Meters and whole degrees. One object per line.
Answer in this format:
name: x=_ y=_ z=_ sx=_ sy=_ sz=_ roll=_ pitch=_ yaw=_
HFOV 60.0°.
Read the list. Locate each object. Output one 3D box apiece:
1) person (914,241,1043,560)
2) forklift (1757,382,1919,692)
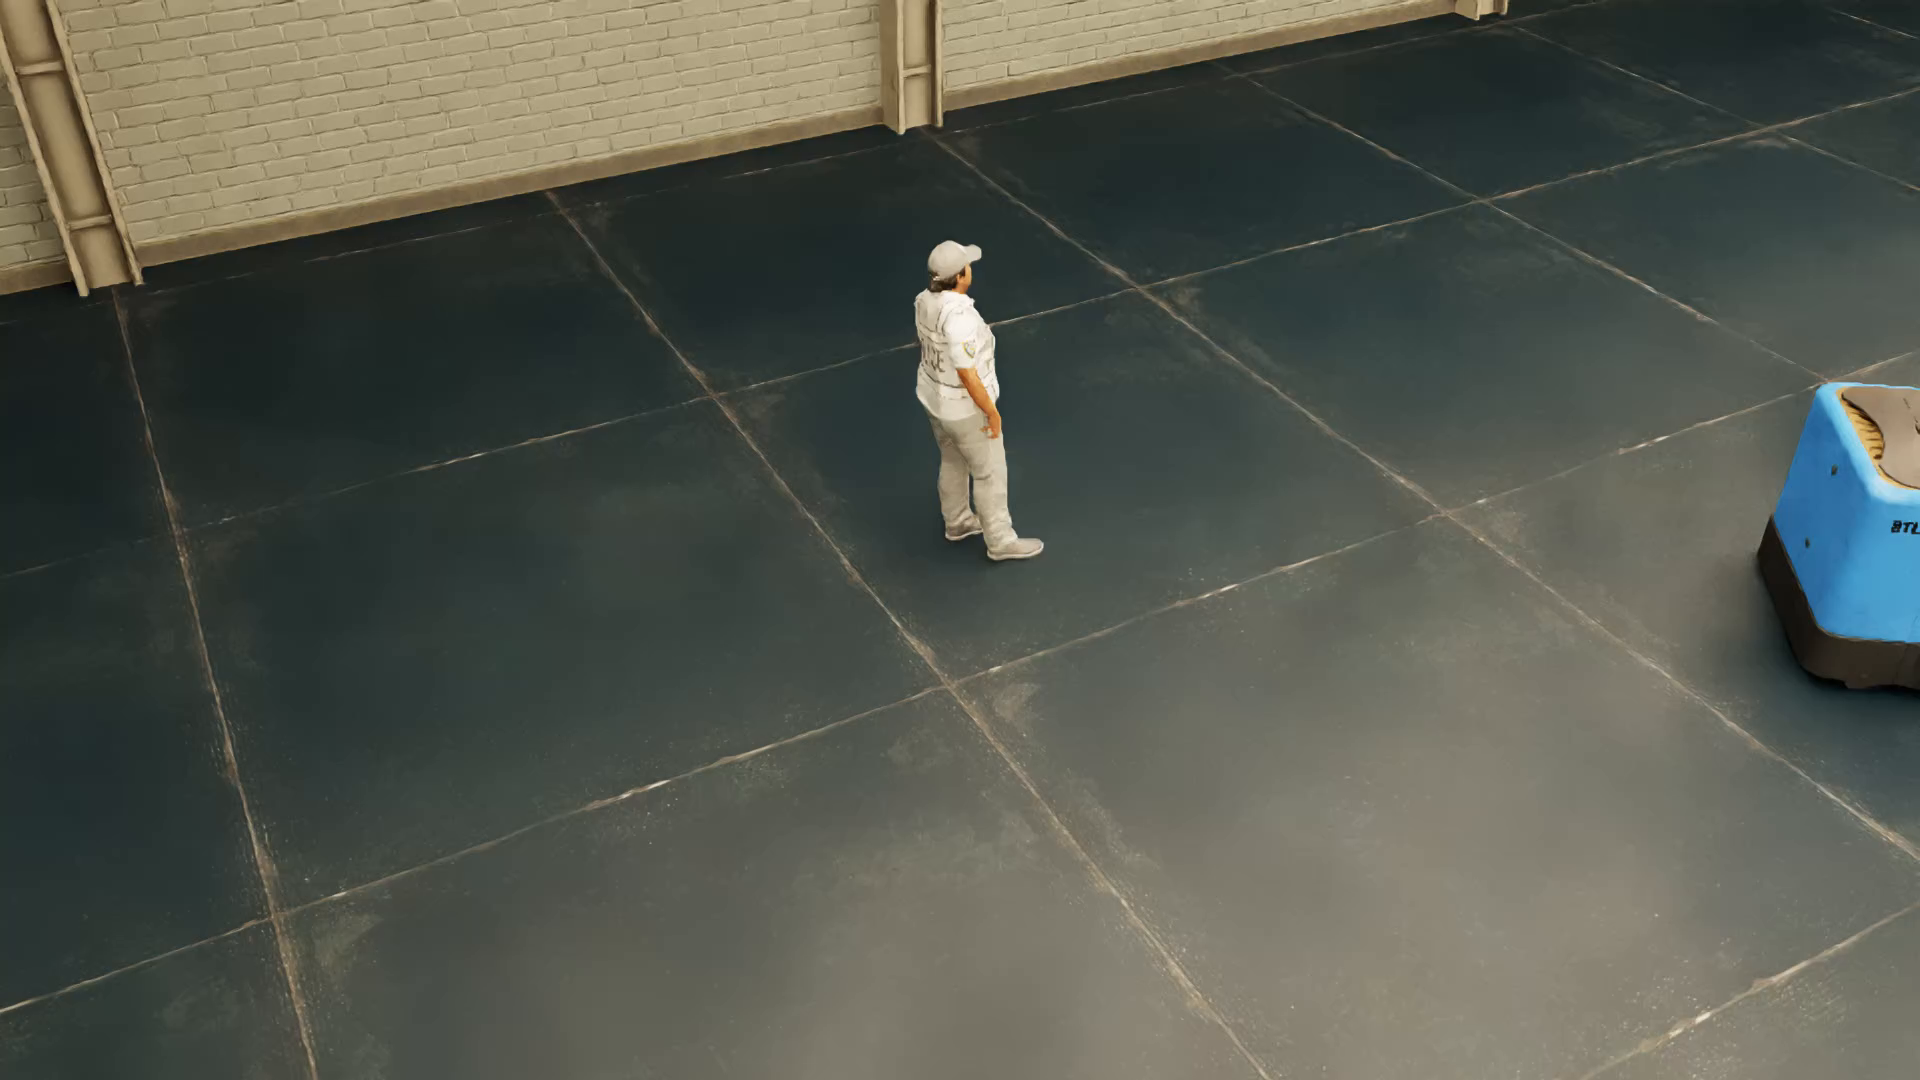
person: x=0.078 y=-0.696 z=8.190 sx=0.529 sy=1.669 sz=0.598 roll=-17 pitch=39 yaw=-23
forklift: x=5.463 y=-0.671 z=7.072 sx=3.031 sy=2.935 sz=1.130 roll=5 pitch=36 yaw=7
